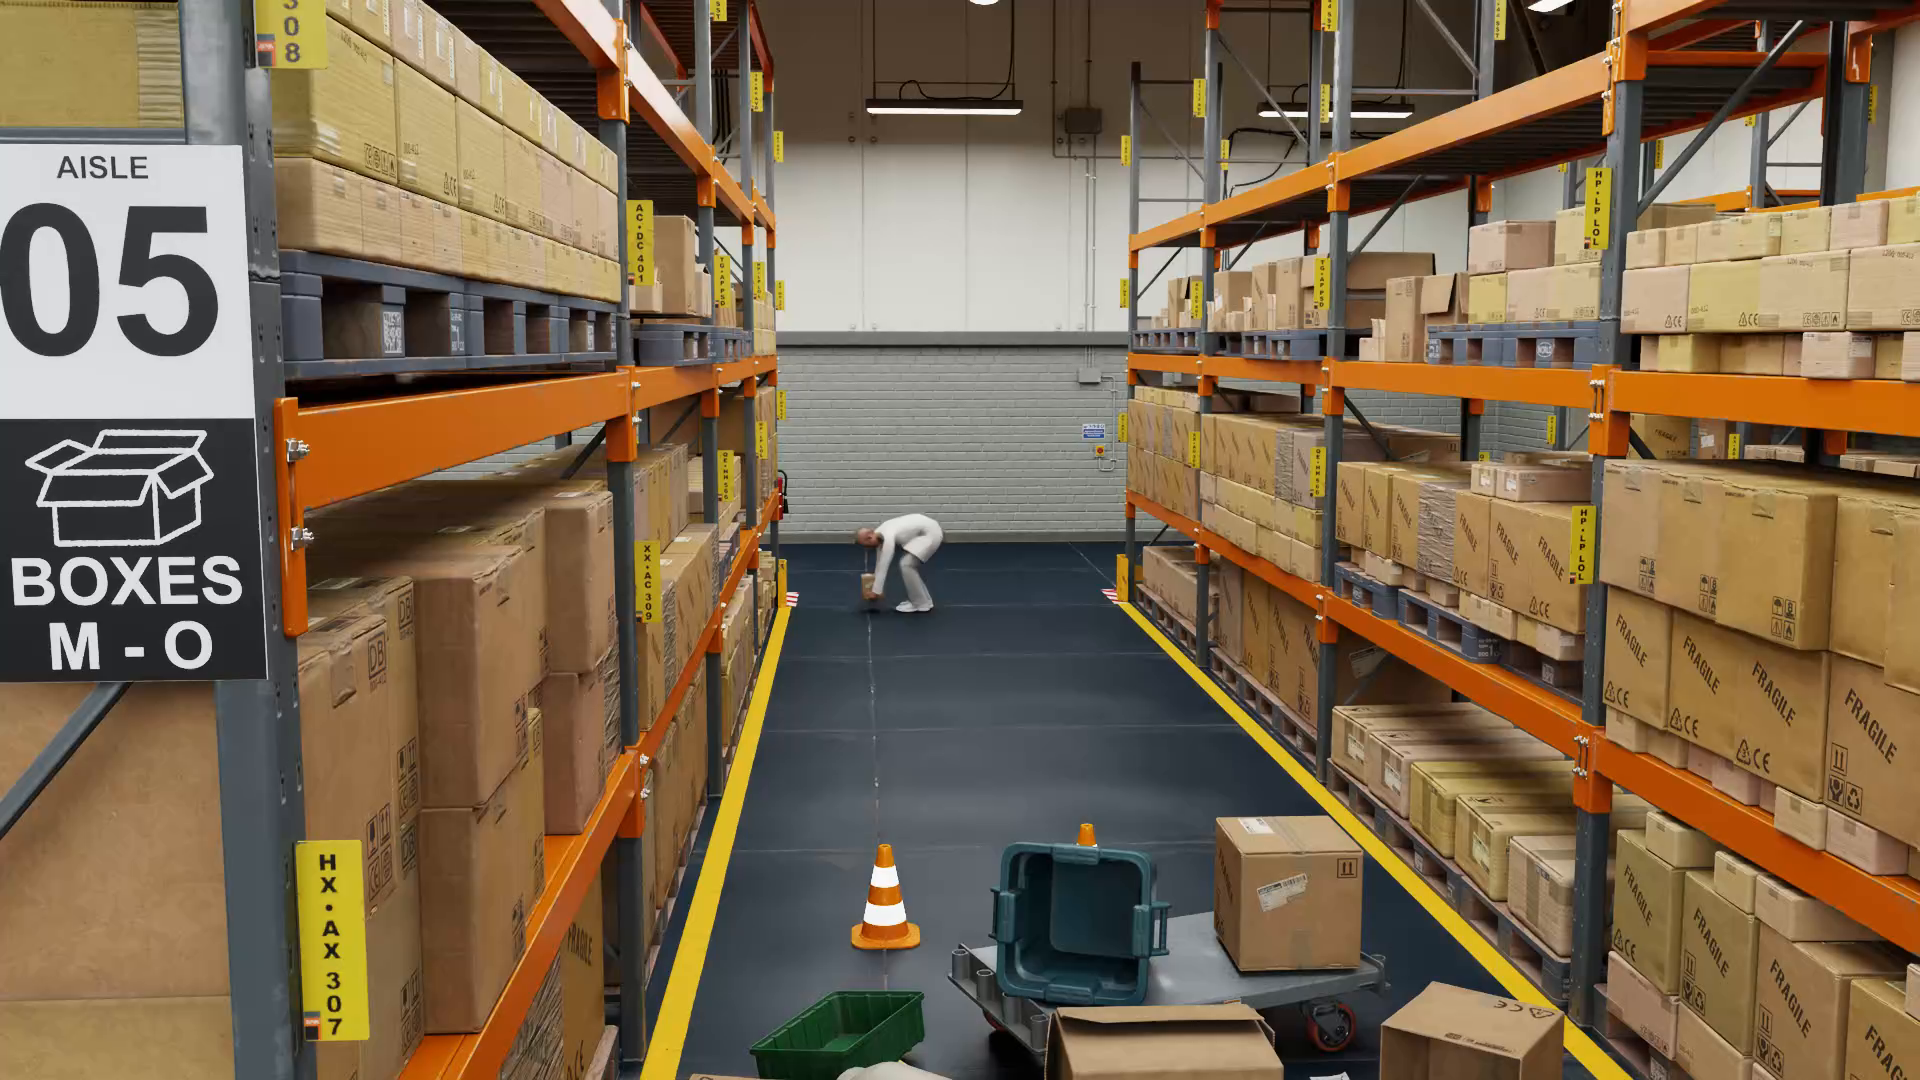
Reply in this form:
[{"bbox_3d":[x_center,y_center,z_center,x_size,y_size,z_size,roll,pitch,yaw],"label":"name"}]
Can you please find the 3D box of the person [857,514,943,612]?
[{"bbox_3d":[-5.840,1.014,11.712,12.725,1.066,12.466,-1,7,-6],"label":"person"}]
